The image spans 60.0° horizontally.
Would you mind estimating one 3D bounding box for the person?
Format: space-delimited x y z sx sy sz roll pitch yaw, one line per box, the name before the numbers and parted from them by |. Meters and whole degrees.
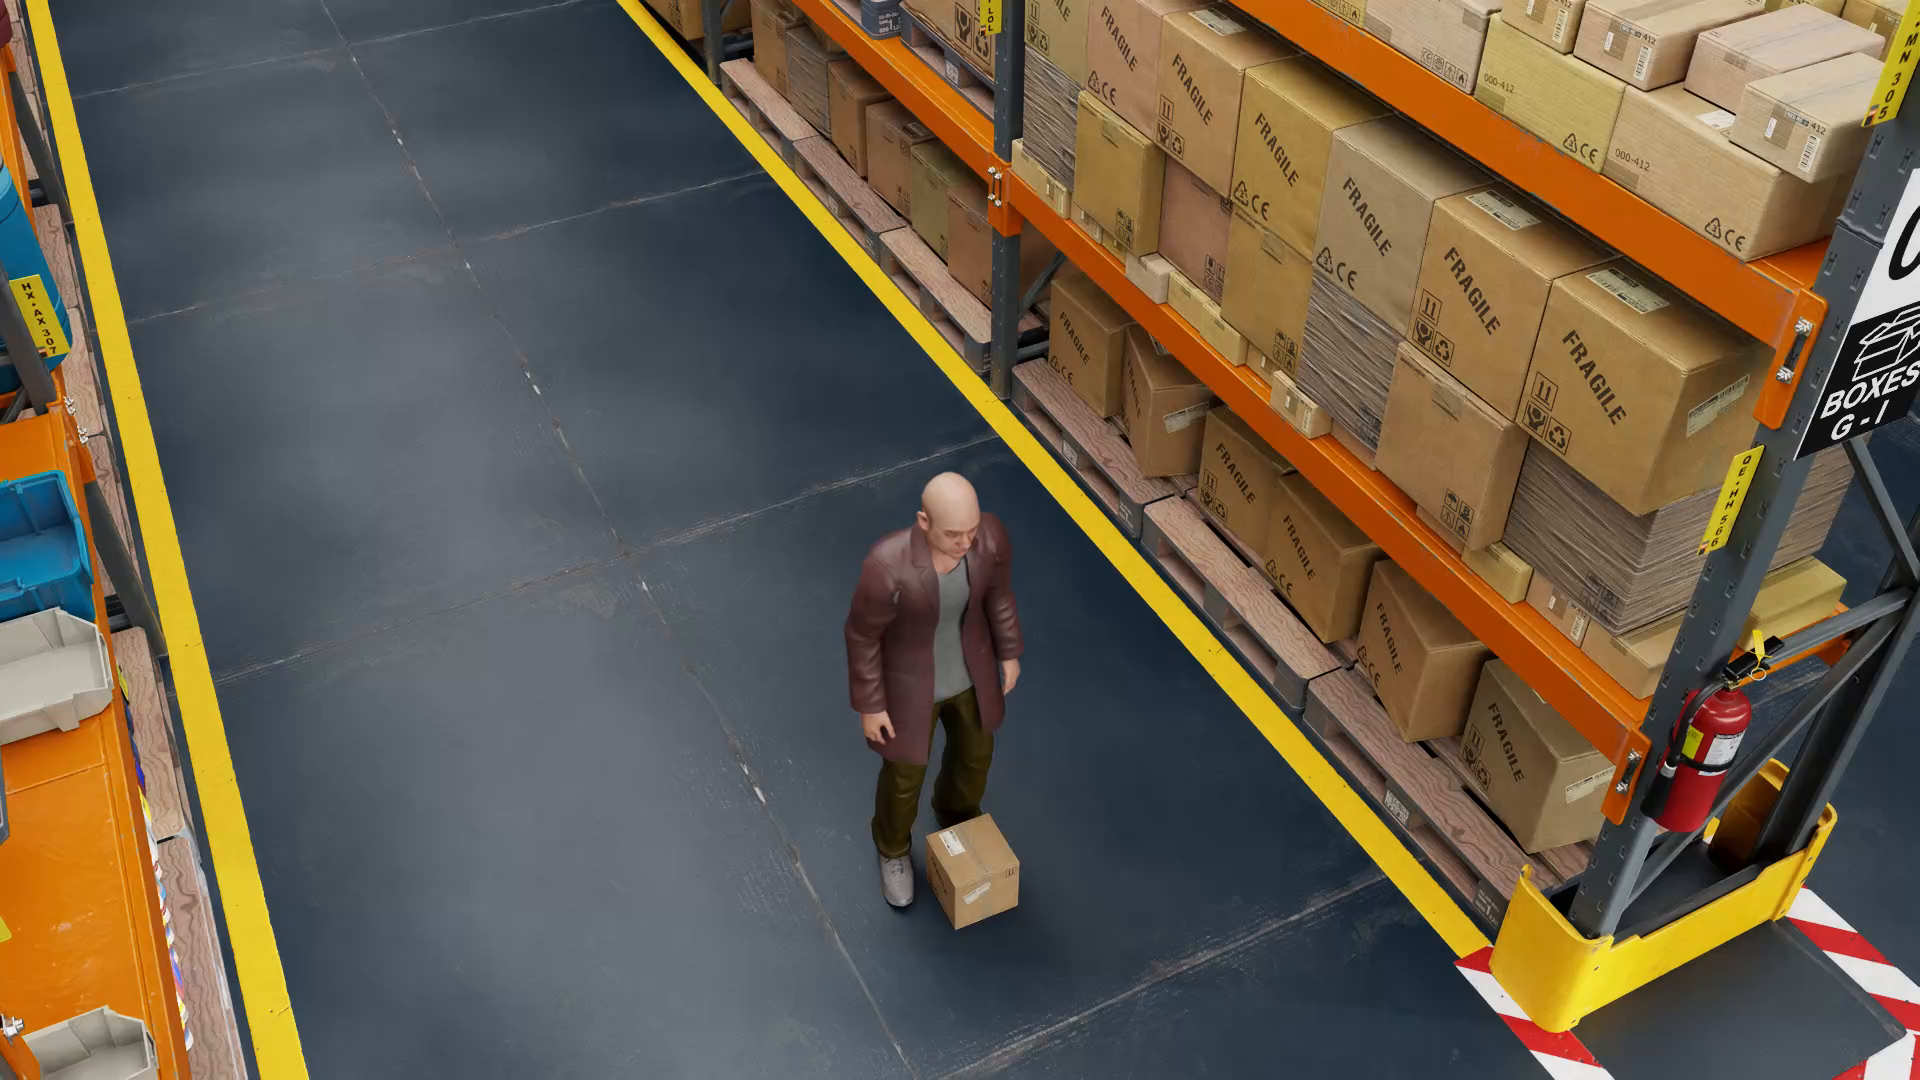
person | -0.074 0.479 5.638 0.652 1.740 0.417 -19 44 -21
